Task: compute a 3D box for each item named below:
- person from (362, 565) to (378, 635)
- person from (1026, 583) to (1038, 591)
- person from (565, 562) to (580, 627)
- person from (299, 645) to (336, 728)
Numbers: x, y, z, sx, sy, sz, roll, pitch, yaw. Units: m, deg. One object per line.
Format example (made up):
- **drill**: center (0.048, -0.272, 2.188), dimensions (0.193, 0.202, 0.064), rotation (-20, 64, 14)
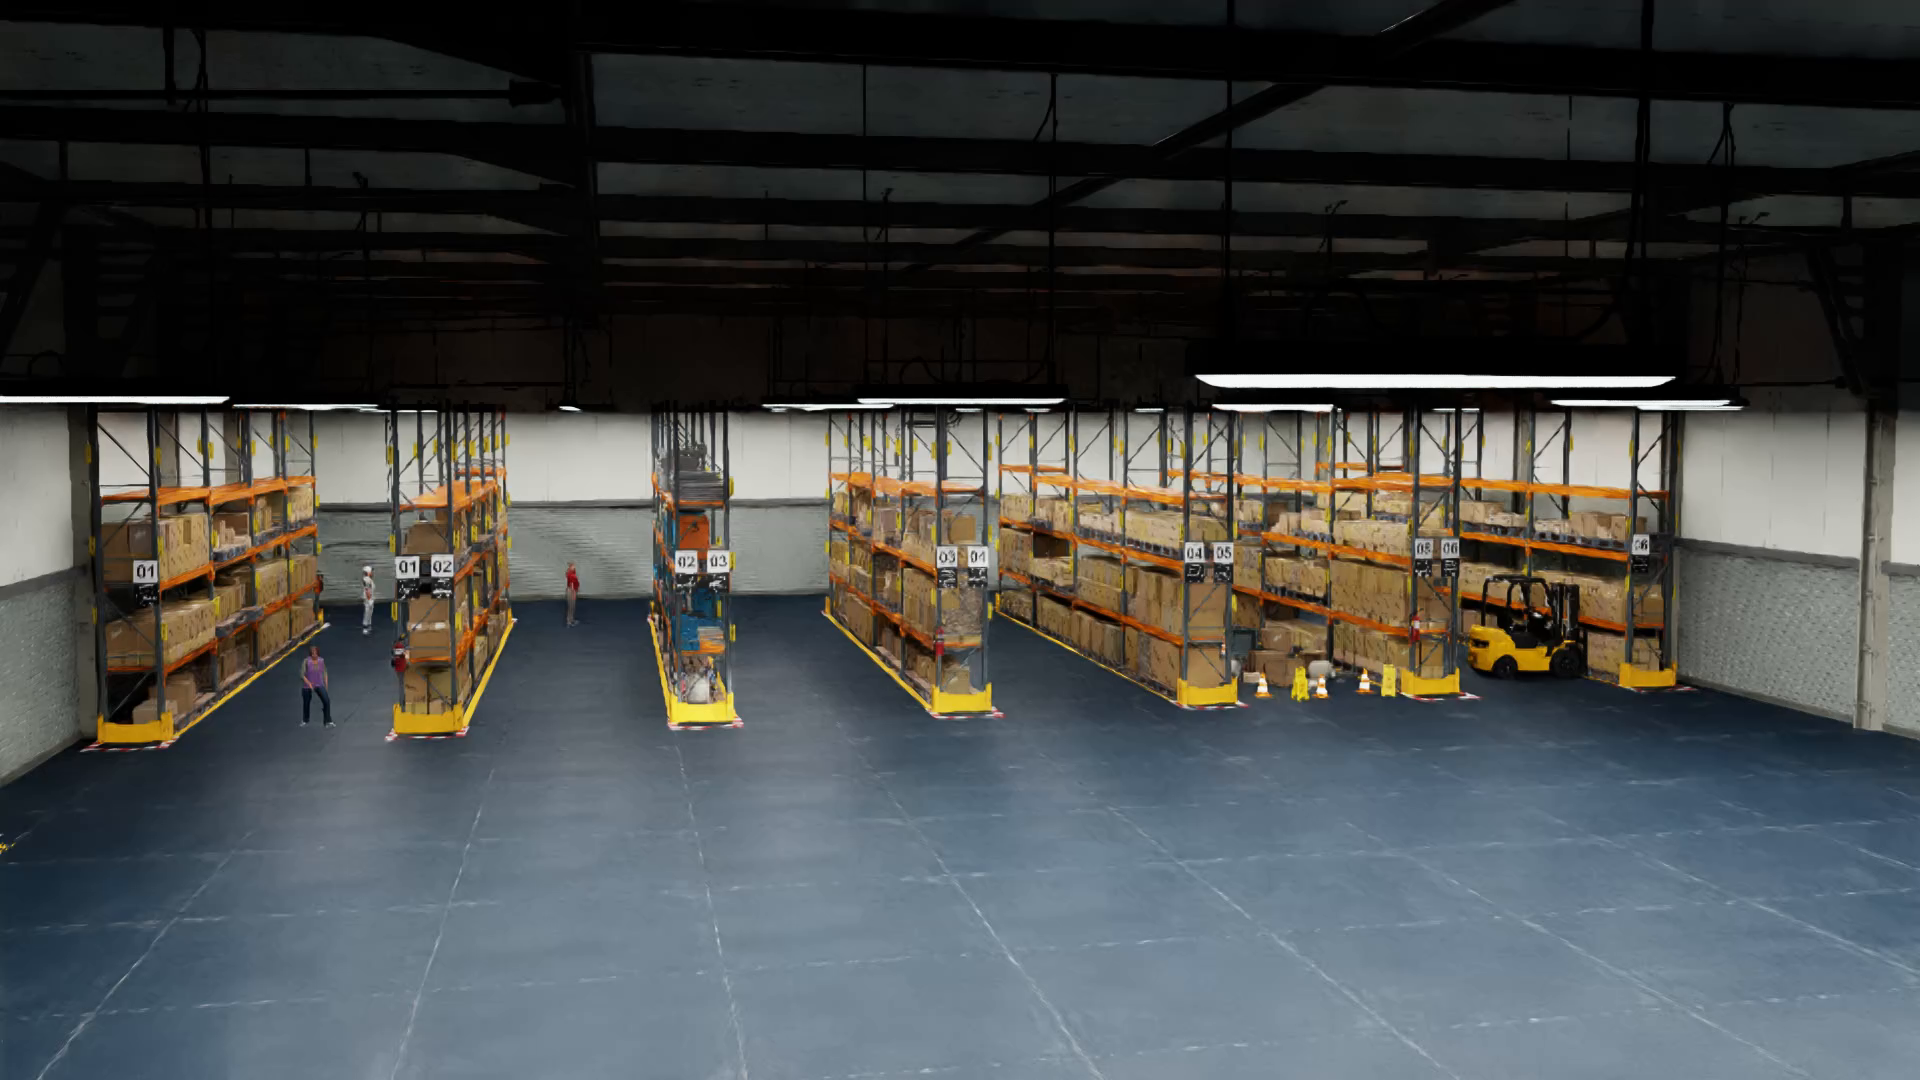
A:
- **person**: center (-15.351, 1.552, 43.217), dimensions (0.396, 1.789, 0.646), rotation (-2, 5, -21)
- **person**: center (2.176, 1.062, 49.880), dimensions (0.518, 1.703, 0.590), rotation (-2, 5, -25)
- **person**: center (-10.504, 1.446, 45.066), dimensions (0.399, 1.740, 0.690), rotation (-1, 5, -19)
- **person**: center (-11.759, 2.665, 30.316), dimensions (0.574, 1.535, 0.749), rotation (-3, 5, -32)
